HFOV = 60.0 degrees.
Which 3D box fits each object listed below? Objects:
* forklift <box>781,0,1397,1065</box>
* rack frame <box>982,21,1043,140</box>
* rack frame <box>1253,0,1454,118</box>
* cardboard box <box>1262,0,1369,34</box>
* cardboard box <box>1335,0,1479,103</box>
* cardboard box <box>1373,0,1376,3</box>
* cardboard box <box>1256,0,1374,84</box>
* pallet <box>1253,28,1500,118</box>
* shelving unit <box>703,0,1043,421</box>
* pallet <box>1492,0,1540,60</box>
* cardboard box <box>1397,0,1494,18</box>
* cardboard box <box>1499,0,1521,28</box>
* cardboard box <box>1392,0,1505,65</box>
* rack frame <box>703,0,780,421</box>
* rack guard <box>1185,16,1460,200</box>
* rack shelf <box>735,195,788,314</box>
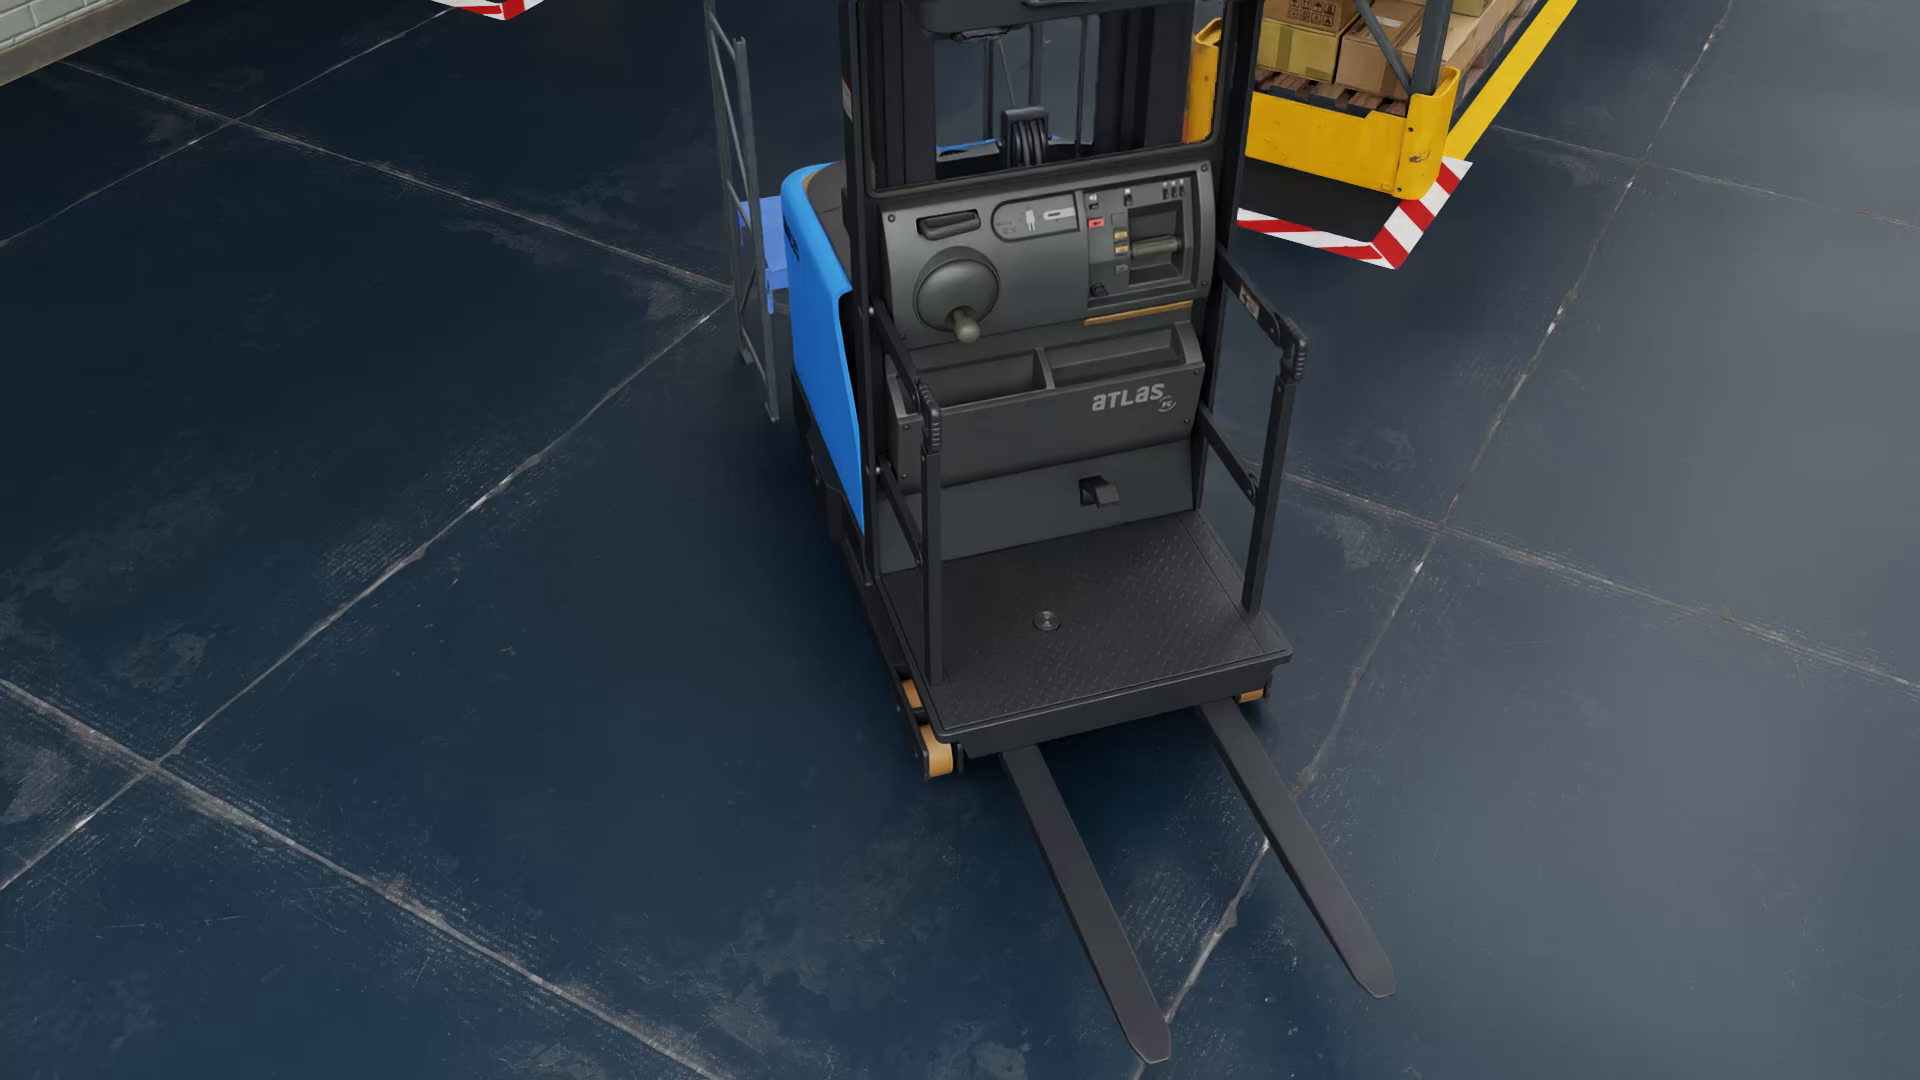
[{"bbox_3d":[0.316,-0.696,4.322,1.130,2.935,3.031,-12,43,-13],"label":"forklift"},{"bbox_3d":[0.181,-1.394,6.198,0.032,1.500,0.500,-13,43,-15],"label":"rack frame"},{"bbox_3d":[1.652,-2.945,6.824,1.000,3.000,0.127,21,45,22],"label":"rack frame"},{"bbox_3d":[1.662,-2.757,7.807,0.500,0.500,0.500,21,45,22],"label":"cardboard box"},{"bbox_3d":[2.113,-2.304,7.859,0.500,0.250,0.500,21,45,22],"label":"cardboard box"},{"bbox_3d":[1.904,-2.765,8.383,0.500,0.250,0.500,21,45,22],"label":"cardboard box"},{"bbox_3d":[1.664,-2.475,8.054,0.500,0.250,0.500,21,45,22],"label":"cardboard box"},{"bbox_3d":[1.998,-2.350,8.259,1.003,0.211,1.213,21,45,22],"label":"pallet"},{"bbox_3d":[-0.298,-1.282,6.070,1.048,1.500,0.538,-13,43,-15],"label":"shelving unit"},{"bbox_3d":[2.610,-3.045,9.048,1.003,0.211,1.213,21,45,22],"label":"pallet"},{"bbox_3d":[2.361,-2.872,7.937,0.500,0.500,0.500,21,45,22],"label":"cardboard box"},{"bbox_3d":[2.610,-2.877,8.510,0.500,0.250,0.500,21,45,22],"label":"cardboard box"},{"bbox_3d":[2.360,-2.591,8.186,0.500,0.250,0.500,21,45,22],"label":"cardboard box"},{"bbox_3d":[-0.778,-1.169,5.943,0.032,1.500,0.500,-13,43,-15],"label":"rack frame"},{"bbox_3d":[1.640,-1.993,7.635,1.175,0.500,0.348,21,45,22],"label":"rack guard"},{"bbox_3d":[-0.298,-1.147,6.189,1.000,0.185,0.538,-13,43,-15],"label":"rack shelf"}]
